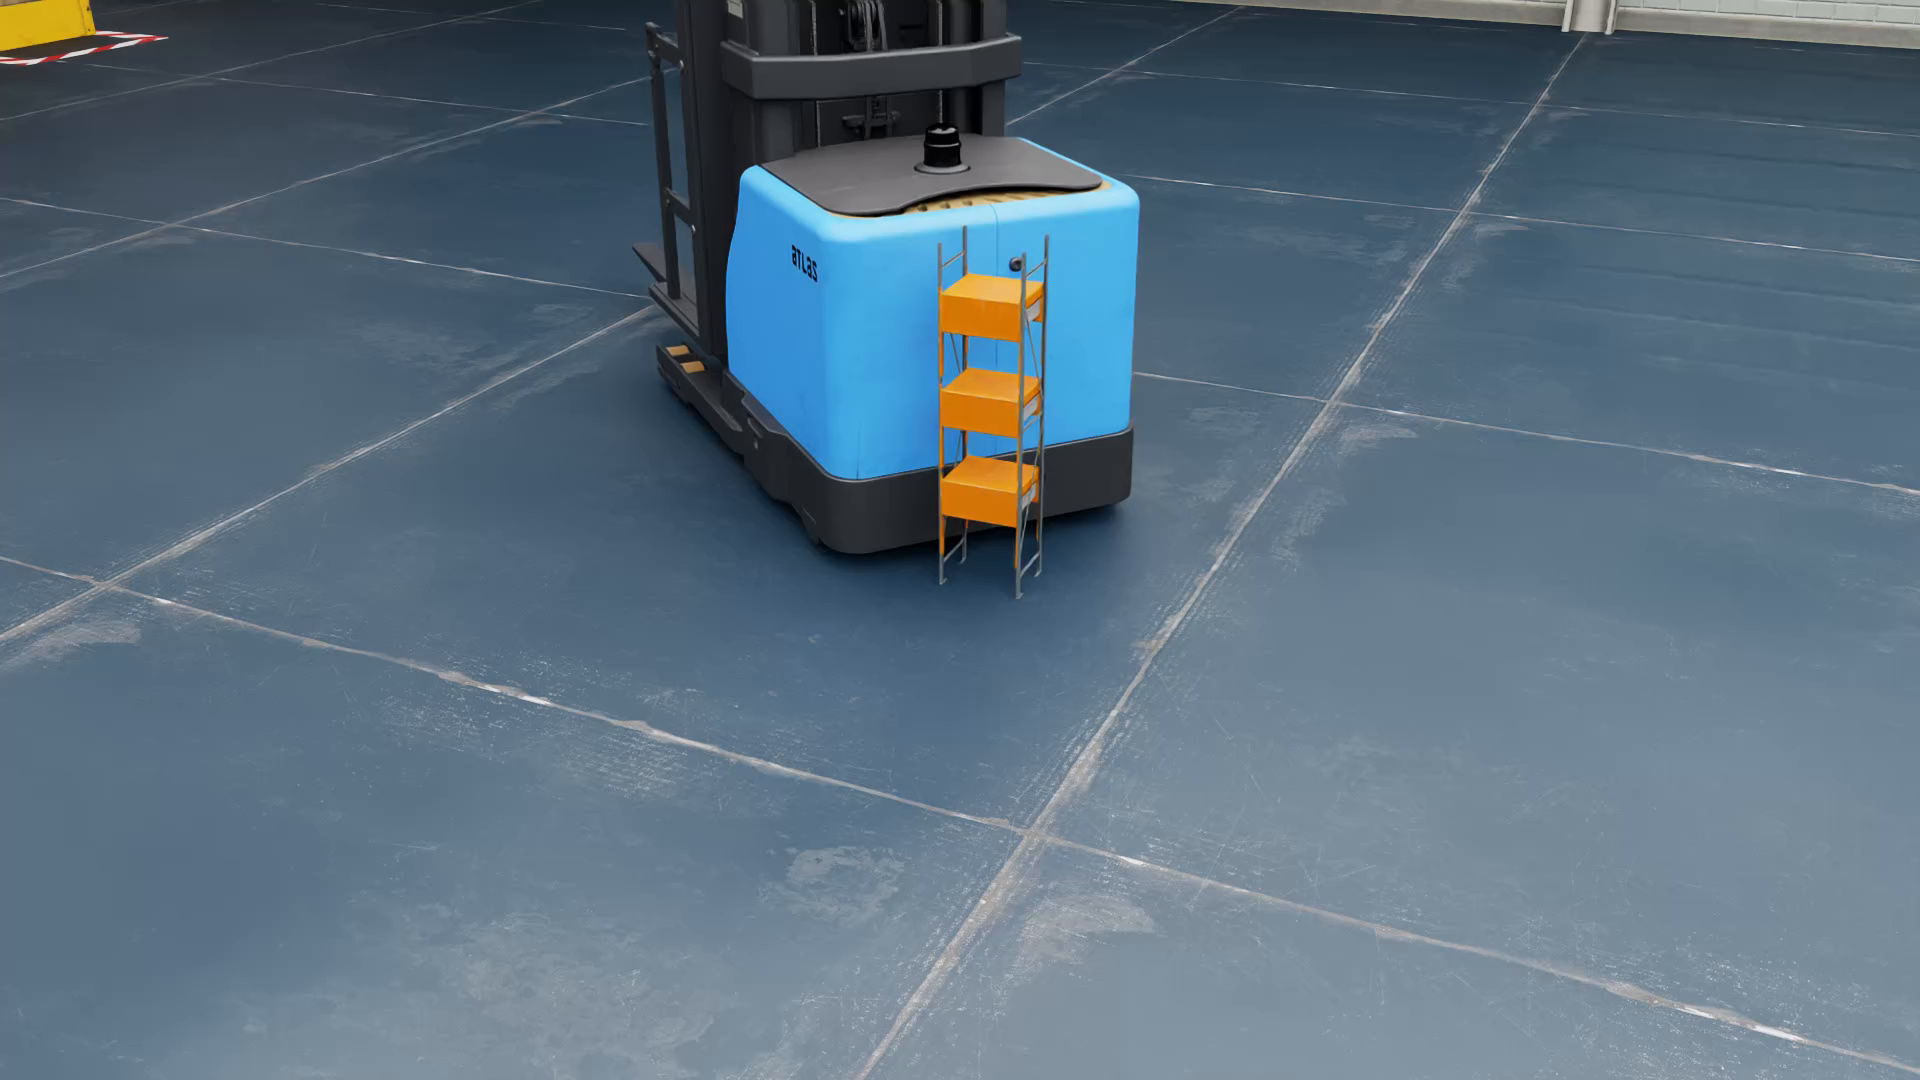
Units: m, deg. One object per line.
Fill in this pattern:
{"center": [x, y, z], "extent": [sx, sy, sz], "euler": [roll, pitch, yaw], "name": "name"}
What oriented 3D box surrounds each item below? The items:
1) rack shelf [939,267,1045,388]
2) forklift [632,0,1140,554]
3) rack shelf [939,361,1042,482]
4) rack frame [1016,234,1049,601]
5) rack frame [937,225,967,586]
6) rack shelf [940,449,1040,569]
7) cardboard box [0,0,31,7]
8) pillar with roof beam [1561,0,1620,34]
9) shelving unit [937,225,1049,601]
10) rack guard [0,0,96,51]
{"center": [0.092, -0.599, 4.659], "extent": [0.240, 0.259, 0.215], "euler": [10, 28, 20], "name": "rack shelf"}
{"center": [-0.522, -1.896, 5.783], "extent": [1.130, 2.935, 3.031], "euler": [-12, 28, -22], "name": "forklift"}
{"center": [0.092, -0.344, 4.784], "extent": [0.240, 0.259, 0.215], "euler": [10, 28, 20], "name": "rack shelf"}
{"center": [0.205, -0.333, 4.738], "extent": [0.008, 1.050, 0.200], "euler": [10, 28, 20], "name": "rack frame"}
{"center": [-0.020, -0.374, 4.821], "extent": [0.008, 1.050, 0.200], "euler": [10, 28, 20], "name": "rack frame"}
{"center": [0.092, -0.095, 4.907], "extent": [0.240, 0.259, 0.215], "euler": [10, 28, 20], "name": "rack shelf"}
{"center": [-8.074, -4.537, 13.706], "extent": [0.500, 0.250, 0.500], "euler": [11, 28, 21], "name": "cardboard box"}
{"center": [3.478, -6.576, 8.419], "extent": [0.400, 9.000, 9.100], "euler": [11, 28, 22], "name": "pillar with roof beam"}
{"center": [0.092, -0.353, 4.779], "extent": [0.252, 1.050, 0.215], "euler": [10, 28, 20], "name": "shelving unit"}
{"center": [-7.523, -4.216, 13.247], "extent": [0.348, 0.500, 1.175], "euler": [11, 28, 22], "name": "rack guard"}
